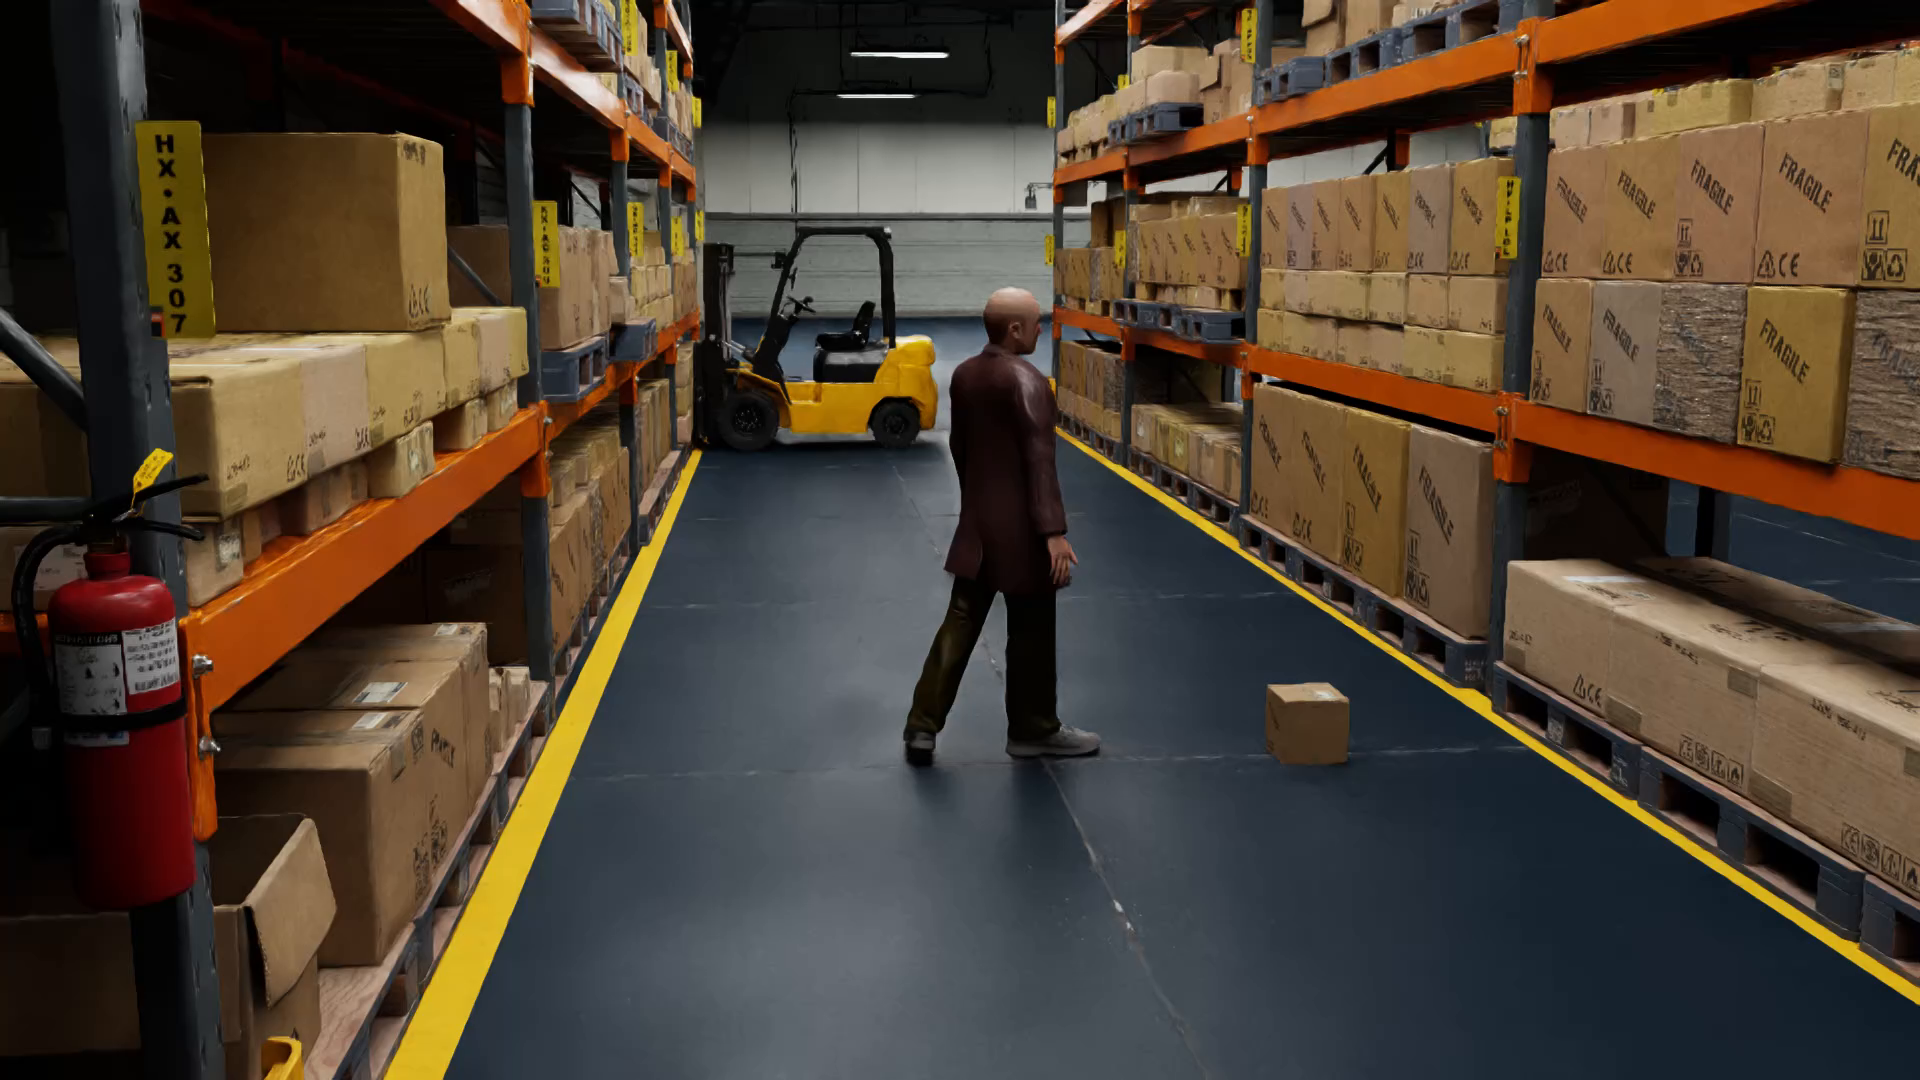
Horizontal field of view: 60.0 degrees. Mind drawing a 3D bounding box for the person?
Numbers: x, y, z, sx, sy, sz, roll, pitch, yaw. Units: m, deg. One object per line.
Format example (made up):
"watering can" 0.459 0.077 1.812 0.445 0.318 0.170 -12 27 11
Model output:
"person" 0.166 -0.047 6.205 0.707 1.774 0.775 -7 12 -35
